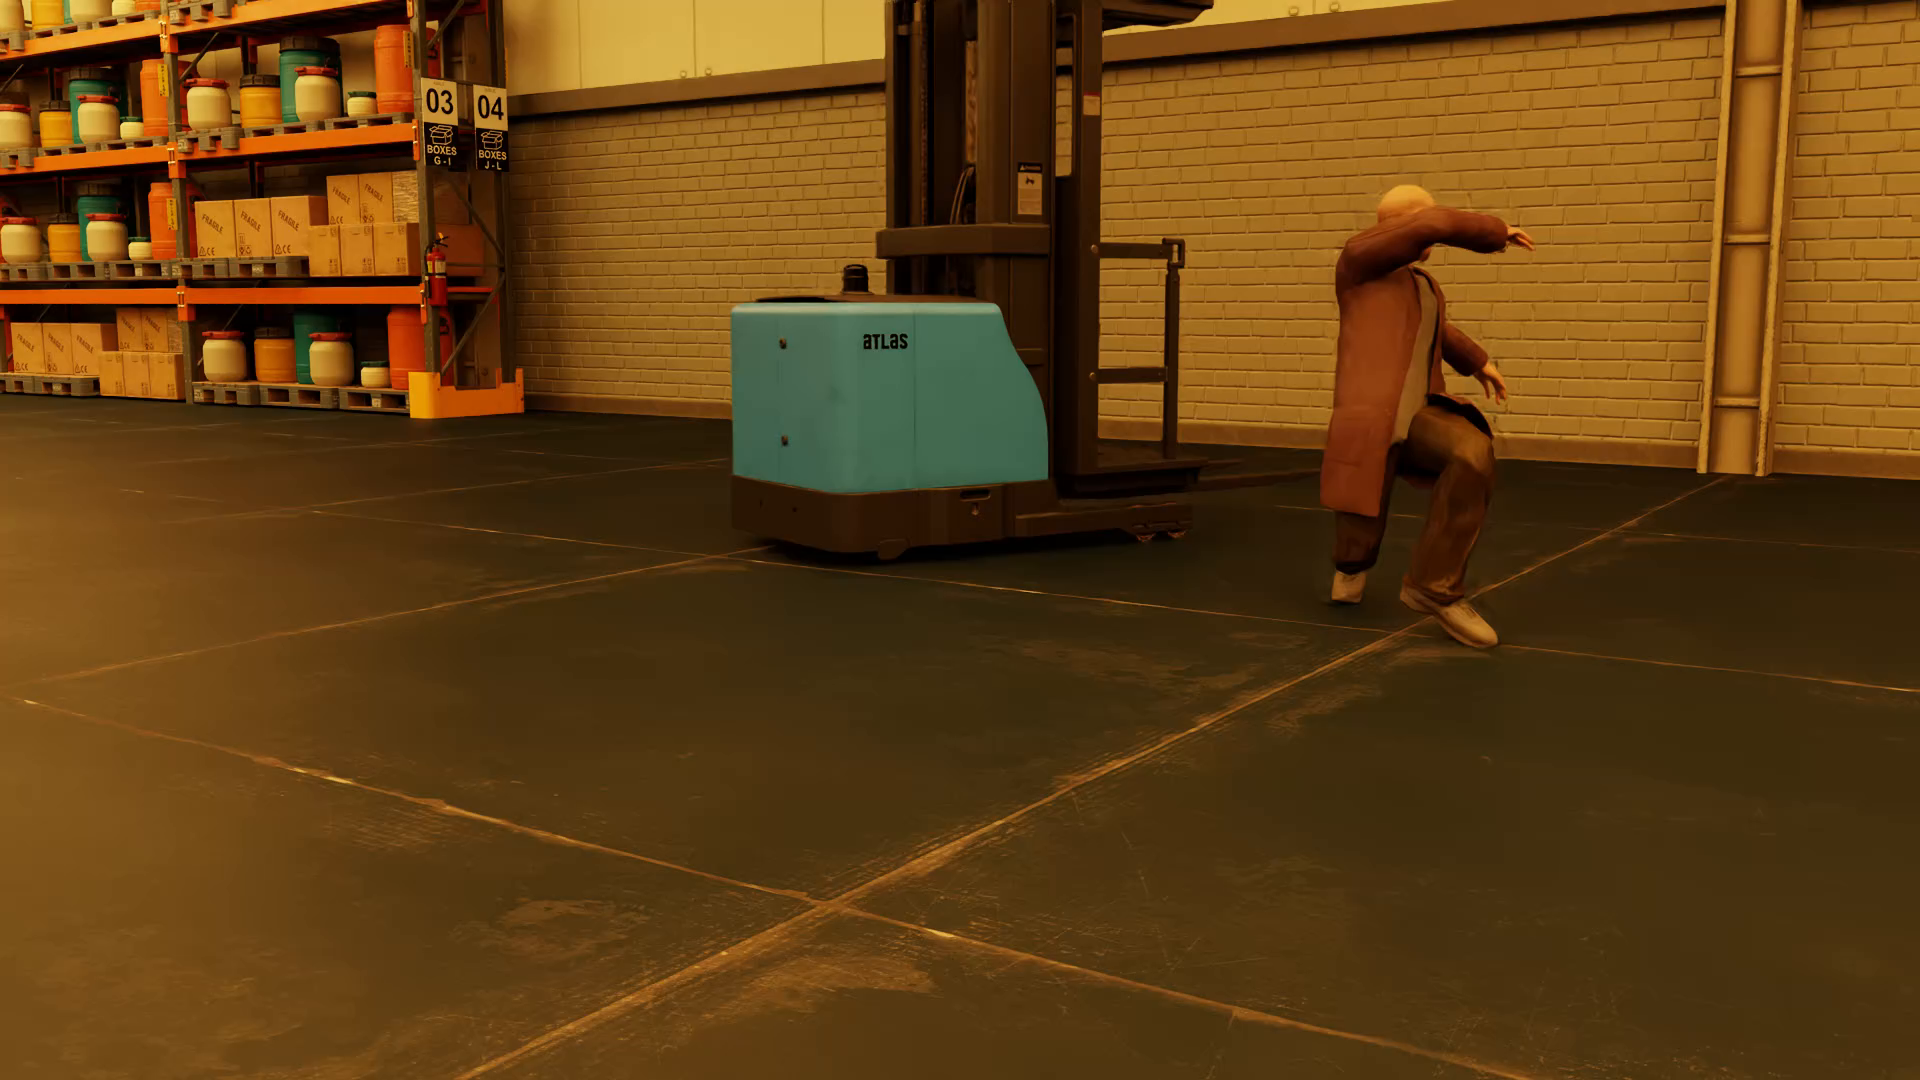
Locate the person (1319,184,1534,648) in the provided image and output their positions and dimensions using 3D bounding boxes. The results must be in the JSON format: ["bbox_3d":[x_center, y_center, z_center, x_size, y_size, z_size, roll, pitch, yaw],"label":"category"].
[{"bbox_3d":[1.672,-0.461,5.646,0.963,1.473,1.046,-3,9,-18],"label":"person"}]

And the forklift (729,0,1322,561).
[{"bbox_3d":[0.467,-1.503,7.762,3.031,2.935,1.130,-6,10,-34],"label":"forklift"}]
